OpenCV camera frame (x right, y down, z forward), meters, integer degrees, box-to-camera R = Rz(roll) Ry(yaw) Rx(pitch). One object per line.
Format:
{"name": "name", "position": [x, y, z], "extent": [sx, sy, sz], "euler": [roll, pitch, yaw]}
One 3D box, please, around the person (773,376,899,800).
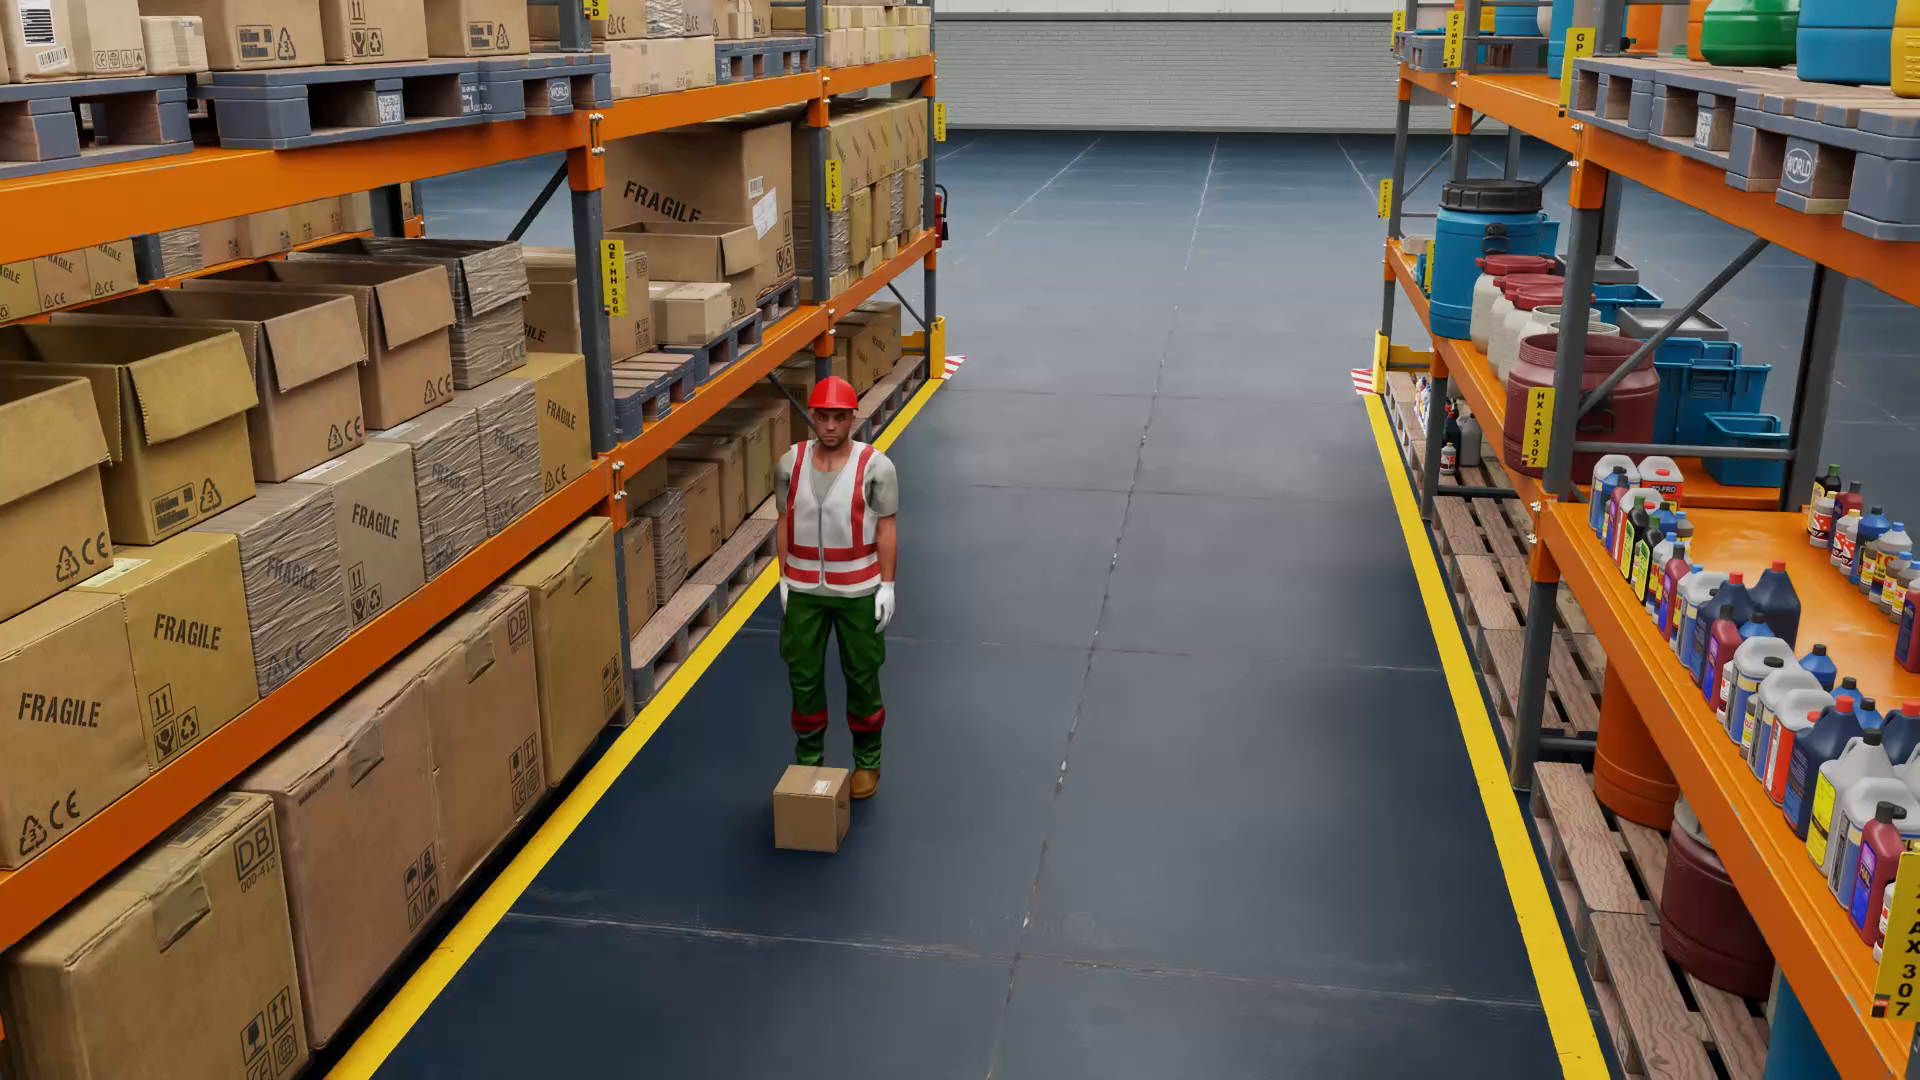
{"name": "person", "position": [-0.518, 0.208, 6.871], "extent": [0.522, 1.787, 0.359], "euler": [3, 18, 10]}
